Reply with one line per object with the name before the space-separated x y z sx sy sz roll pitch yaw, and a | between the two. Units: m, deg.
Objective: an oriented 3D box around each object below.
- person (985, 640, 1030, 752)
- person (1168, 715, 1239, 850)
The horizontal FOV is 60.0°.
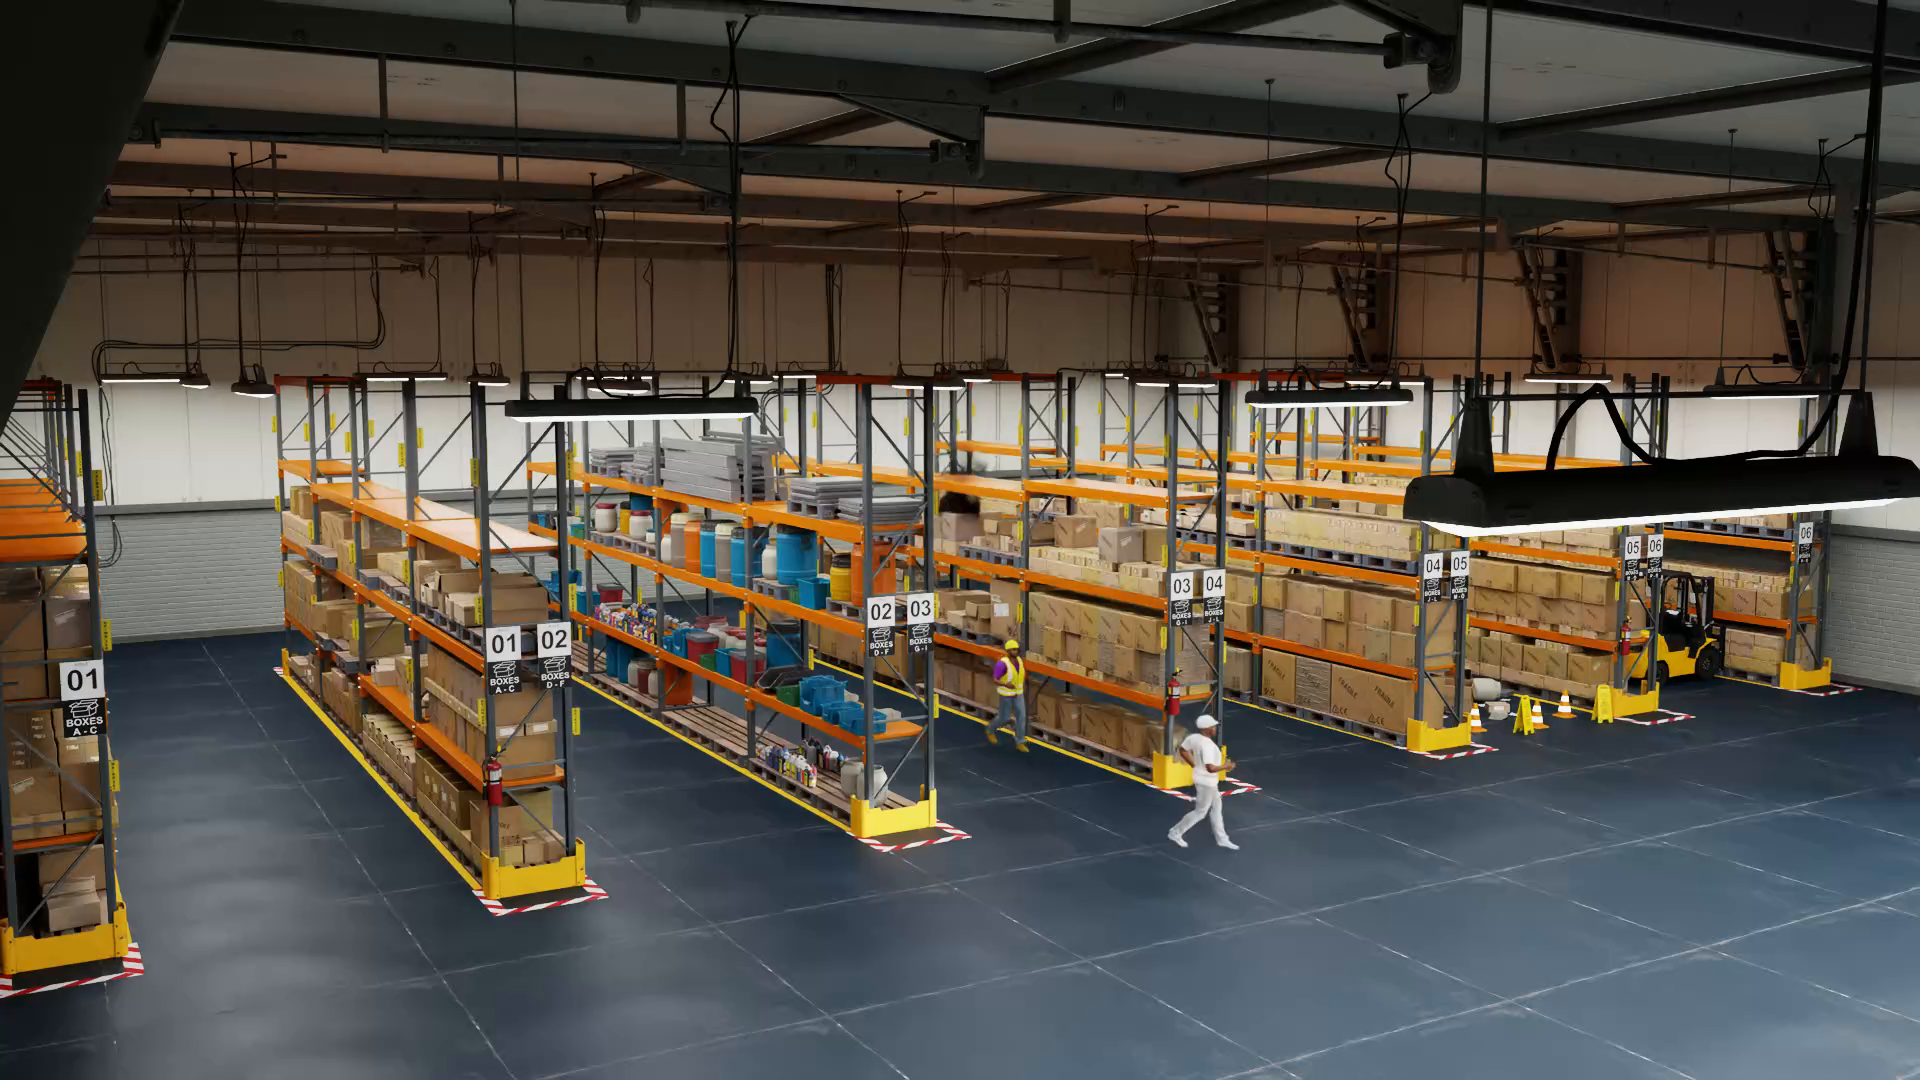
person | 0.775 2.450 26.474 0.681 1.755 0.948 -5 8 -37
person | 3.127 3.116 21.256 0.957 1.788 0.694 0 6 -4
